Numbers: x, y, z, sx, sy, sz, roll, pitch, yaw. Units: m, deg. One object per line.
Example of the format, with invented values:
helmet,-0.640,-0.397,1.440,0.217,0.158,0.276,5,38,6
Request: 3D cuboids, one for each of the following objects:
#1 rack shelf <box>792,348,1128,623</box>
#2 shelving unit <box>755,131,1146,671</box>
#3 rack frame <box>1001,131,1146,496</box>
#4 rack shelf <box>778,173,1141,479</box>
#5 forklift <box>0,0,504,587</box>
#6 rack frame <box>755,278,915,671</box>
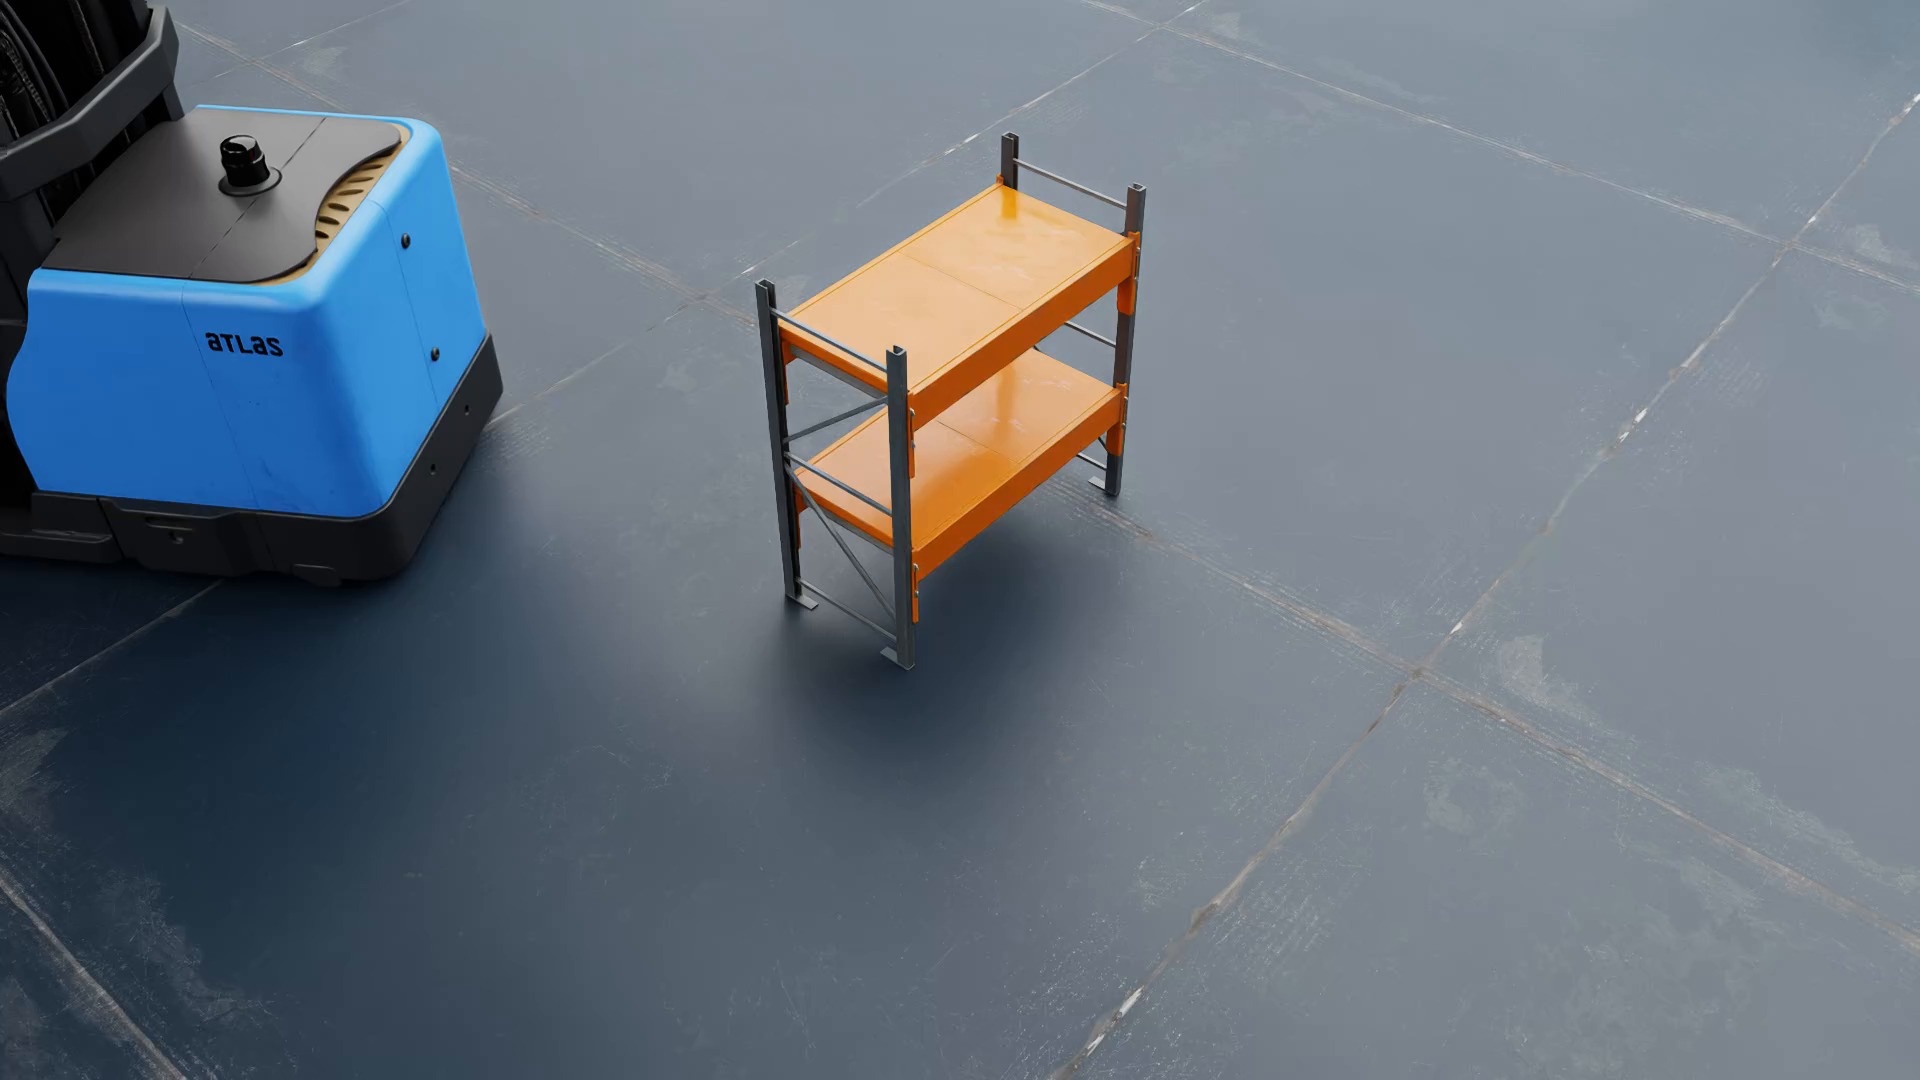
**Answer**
rack shelf,-0.004,-0.232,5.032,0.538,0.278,1.000,29,50,28
shelving unit,-0.004,-0.413,4.868,0.538,1.125,1.048,29,50,28
rack frame,0.323,-0.674,5.156,0.500,1.125,0.032,29,50,28
rack shelf,-0.004,-0.629,4.671,0.538,0.278,1.000,29,50,28
forklift,-3.124,-1.384,4.593,3.031,2.935,1.130,5,43,6
rack frame,-0.331,-0.151,4.580,0.500,1.125,0.032,29,50,28
